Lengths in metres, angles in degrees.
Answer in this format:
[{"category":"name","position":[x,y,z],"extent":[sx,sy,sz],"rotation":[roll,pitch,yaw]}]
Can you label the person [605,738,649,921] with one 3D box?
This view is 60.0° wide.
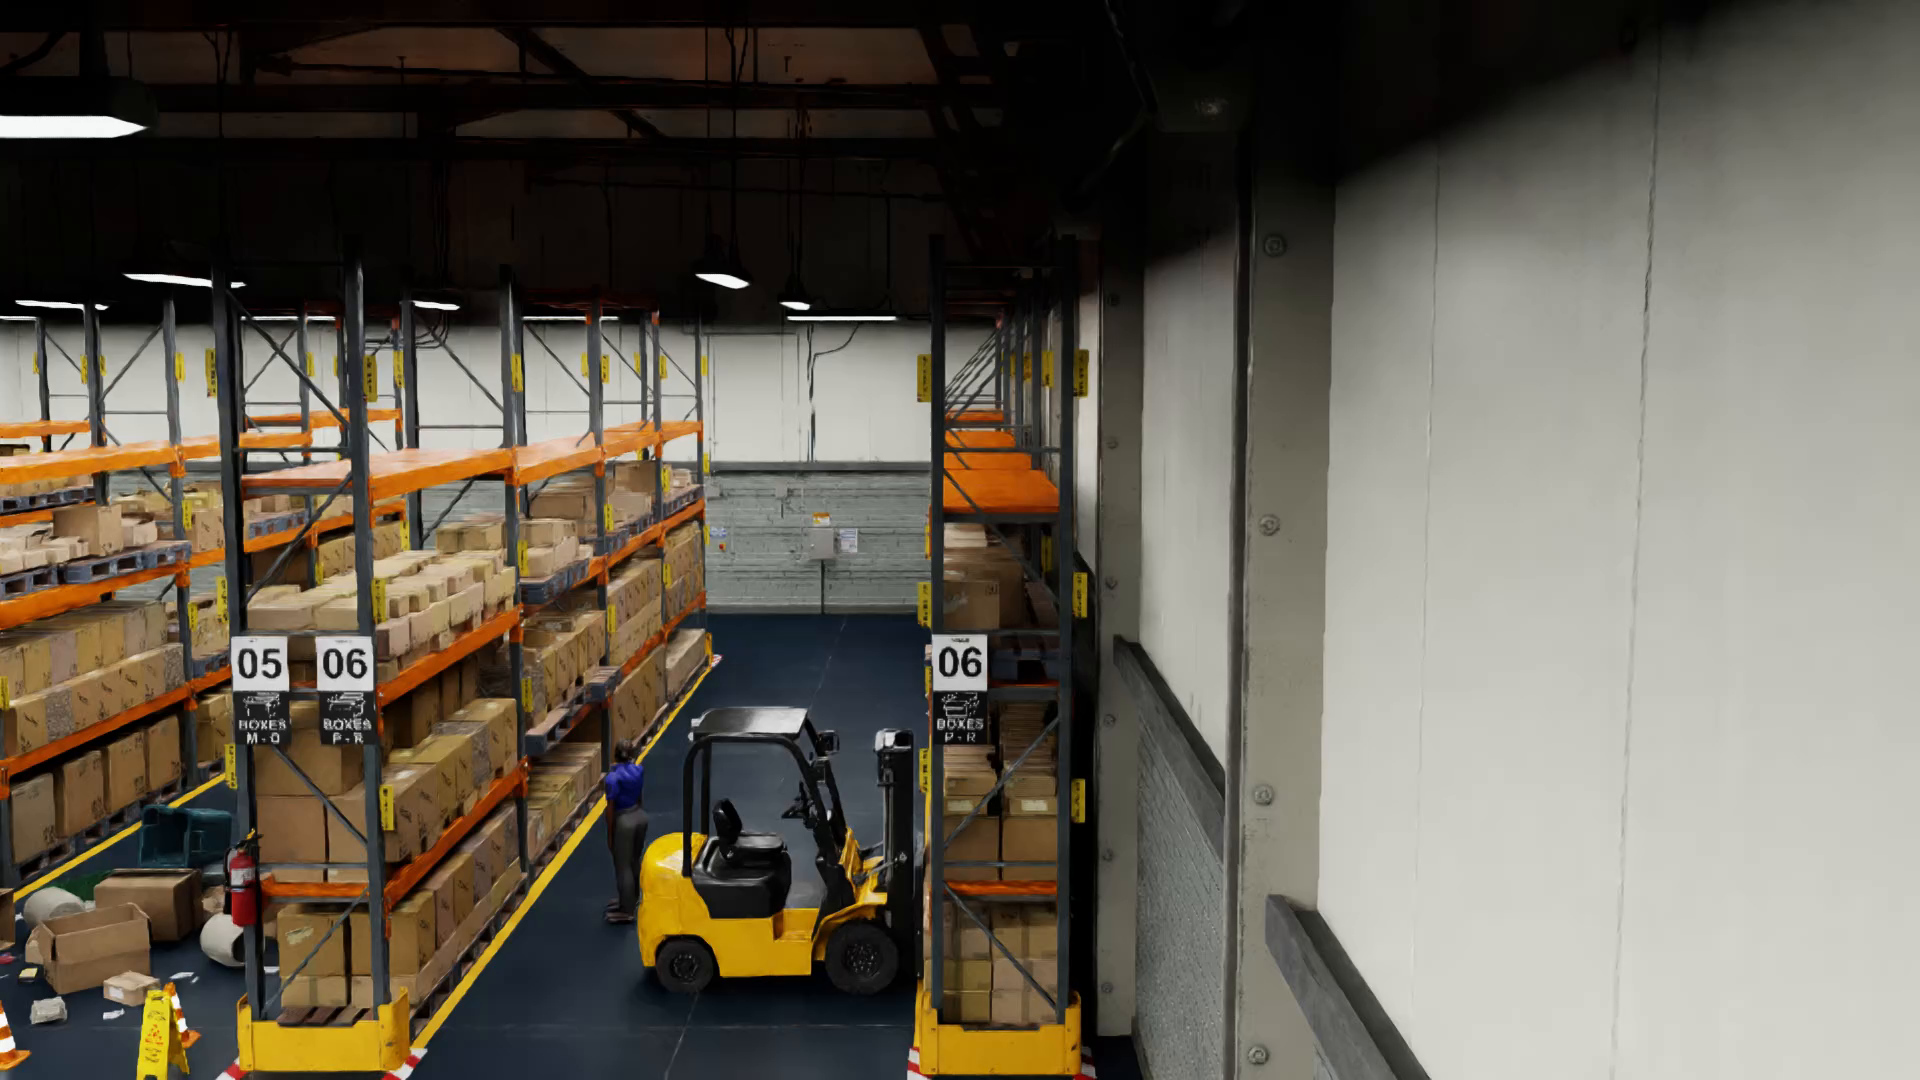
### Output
[{"category":"person","position":[-3.121,2.649,15.346],"extent":[0.462,1.650,0.498],"rotation":[4,7,31]}]
